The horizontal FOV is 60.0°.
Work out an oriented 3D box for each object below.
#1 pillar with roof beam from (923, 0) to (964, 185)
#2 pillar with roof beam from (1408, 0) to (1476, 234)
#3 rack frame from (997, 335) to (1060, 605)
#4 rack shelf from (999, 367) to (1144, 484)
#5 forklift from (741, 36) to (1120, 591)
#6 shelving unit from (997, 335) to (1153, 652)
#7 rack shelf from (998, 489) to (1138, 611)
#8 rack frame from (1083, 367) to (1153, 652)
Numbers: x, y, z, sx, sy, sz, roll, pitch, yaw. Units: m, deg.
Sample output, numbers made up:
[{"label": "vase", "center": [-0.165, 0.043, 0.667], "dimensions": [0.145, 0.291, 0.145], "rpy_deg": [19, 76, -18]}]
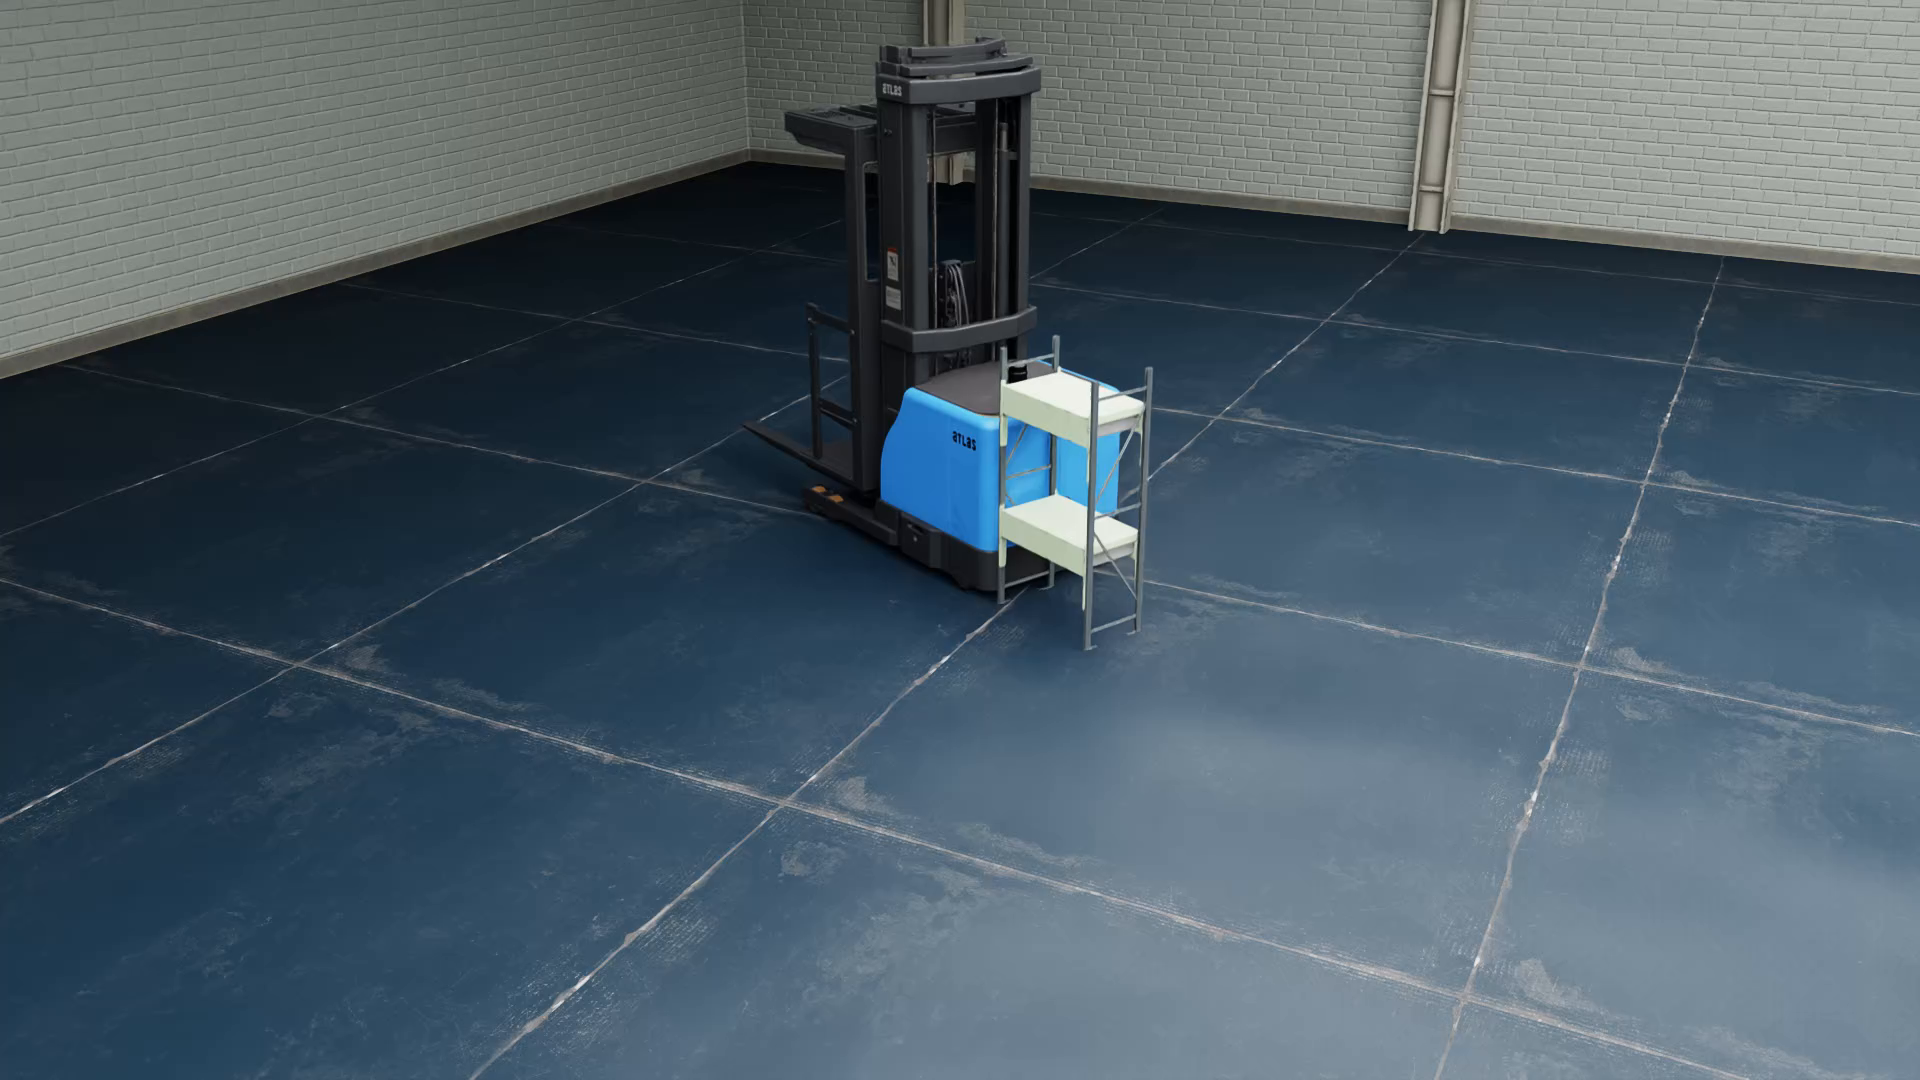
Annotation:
[{"label": "pillar with roof beam", "center": [-2.141, -7.116, 15.485], "dimensions": [0.400, 9.000, 9.100], "rpy_deg": [11, 25, 25]}, {"label": "pillar with roof beam", "center": [3.214, -6.057, 12.993], "dimensions": [0.400, 9.000, 9.100], "rpy_deg": [11, 25, 25]}, {"label": "rack frame", "center": [0.376, -0.372, 9.209], "dimensions": [0.400, 1.500, 0.023], "rpy_deg": [-17, 28, -34]}, {"label": "rack shelf", "center": [0.598, -0.618, 8.789], "dimensions": [0.431, 0.370, 0.720], "rpy_deg": [-17, 28, -34]}, {"label": "forklift", "center": [-0.347, -1.572, 10.200], "dimensions": [1.130, 2.935, 3.031], "rpy_deg": [-17, 28, -34]}, {"label": "shelving unit", "center": [0.598, -0.258, 8.941], "dimensions": [0.431, 1.500, 0.755], "rpy_deg": [-17, 28, -34]}, {"label": "rack shelf", "center": [0.598, 0.042, 9.069], "dimensions": [0.431, 0.370, 0.720], "rpy_deg": [-17, 28, -34]}, {"label": "rack frame", "center": [0.820, -0.145, 8.673], "dimensions": [0.400, 1.500, 0.023], "rpy_deg": [-17, 28, -34]}]
